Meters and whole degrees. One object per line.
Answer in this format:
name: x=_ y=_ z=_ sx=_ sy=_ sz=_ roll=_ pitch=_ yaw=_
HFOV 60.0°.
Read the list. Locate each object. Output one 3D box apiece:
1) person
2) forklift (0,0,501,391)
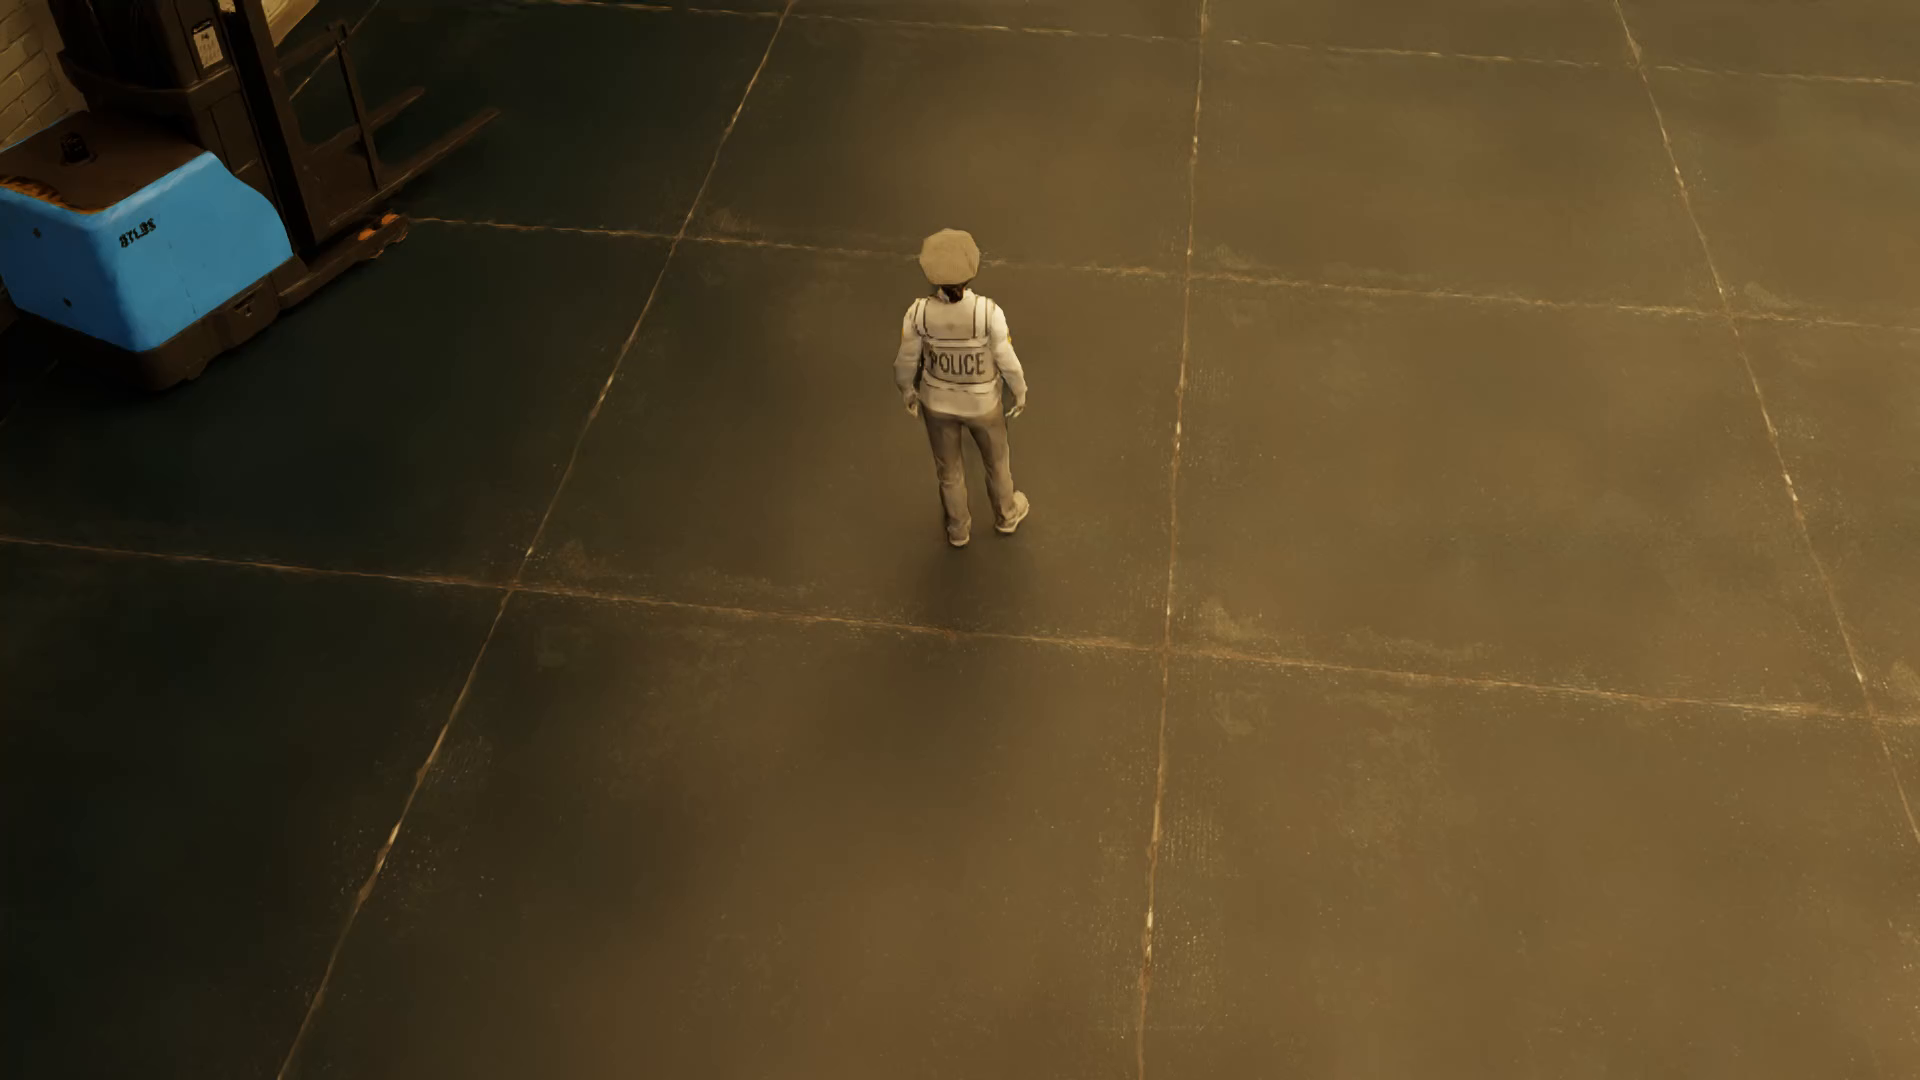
person: x=0.016 y=-0.674 z=7.361 sx=0.586 sy=1.695 sz=0.533 roll=5 pitch=43 yaw=6
forklift: x=-3.902 y=-2.846 z=8.822 sx=1.130 sy=2.935 sz=3.031 roll=19 pitch=46 yaw=20
